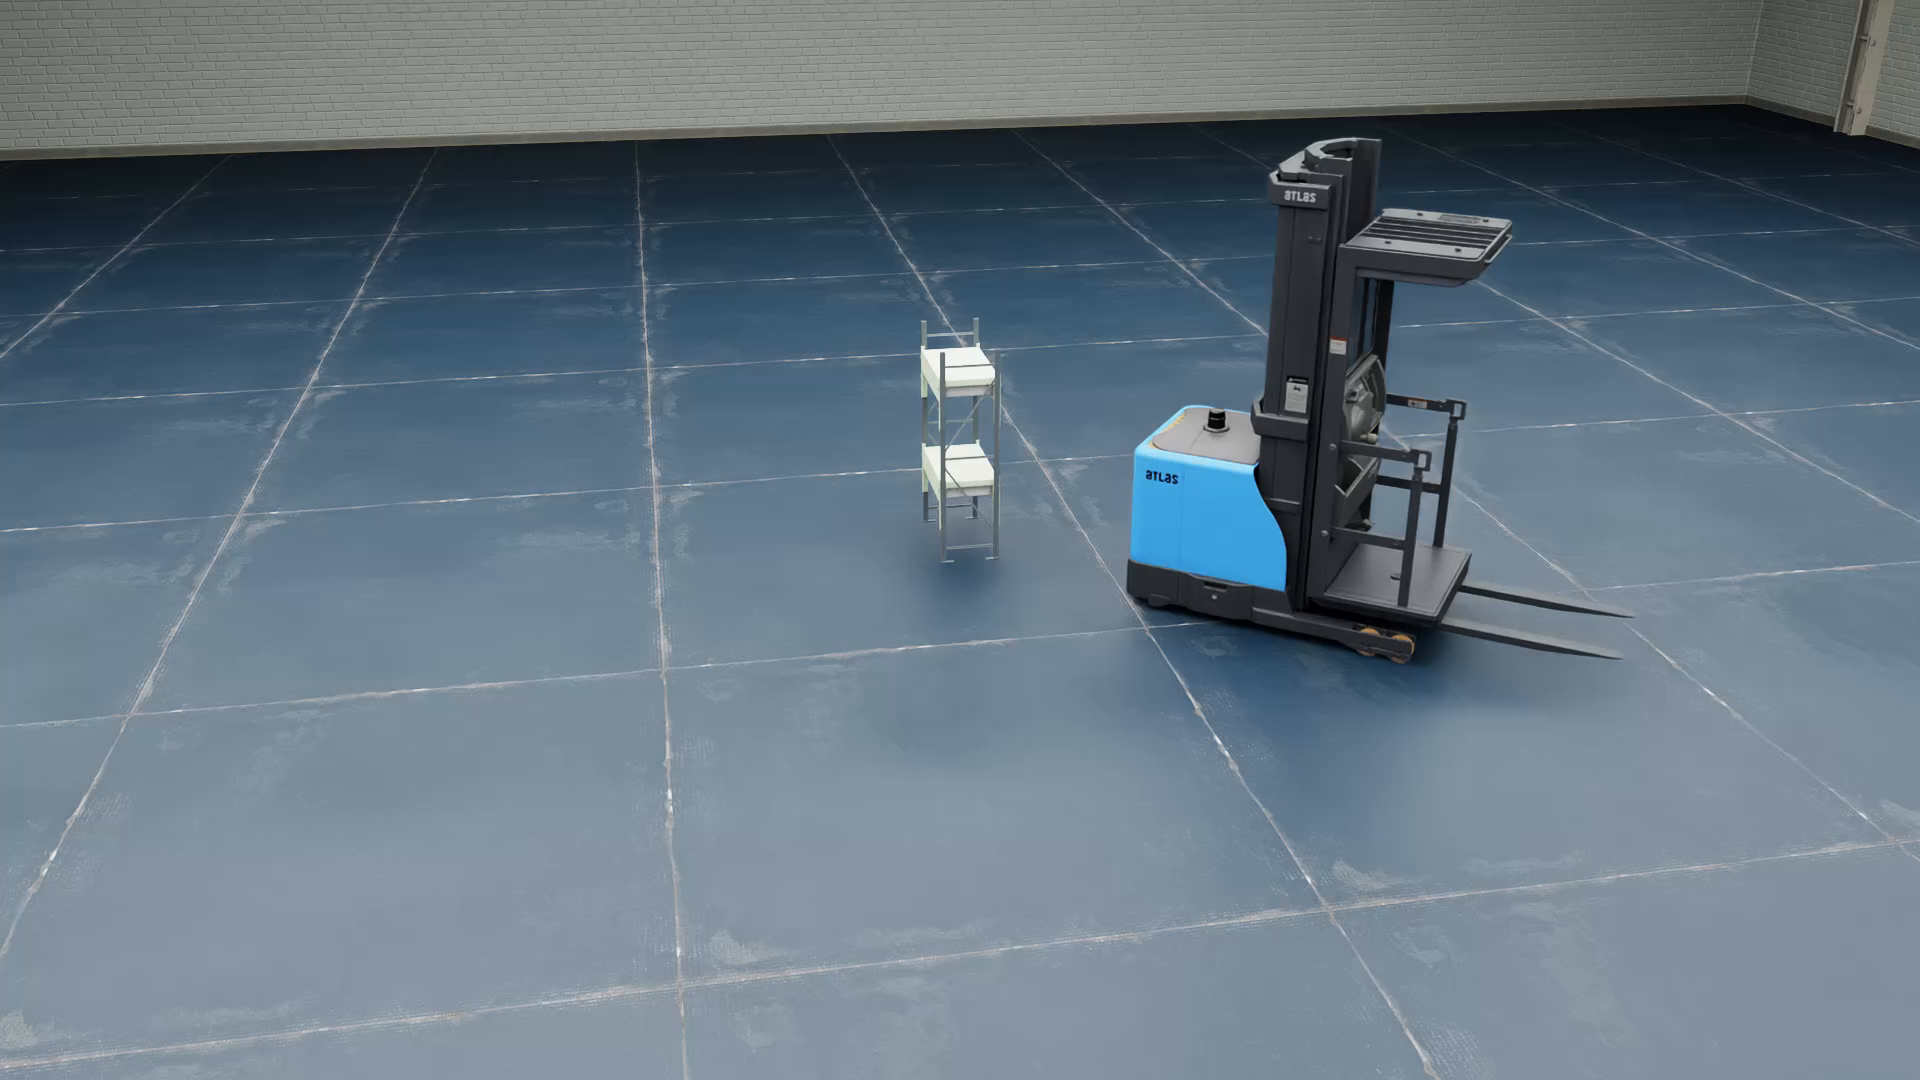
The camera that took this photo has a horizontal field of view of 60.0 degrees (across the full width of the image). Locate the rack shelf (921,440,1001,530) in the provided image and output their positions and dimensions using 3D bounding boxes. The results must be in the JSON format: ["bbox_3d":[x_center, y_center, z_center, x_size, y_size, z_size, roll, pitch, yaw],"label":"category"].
[{"bbox_3d":[-0.001,-0.391,11.586,0.431,0.370,0.720,-4,24,-10],"label":"rack shelf"}]

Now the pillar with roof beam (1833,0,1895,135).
[{"bbox_3d":[10.072,-10.350,24.204,9.100,9.000,0.400,-4,24,-10],"label":"pillar with roof beam"}]

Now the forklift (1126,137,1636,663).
[{"bbox_3d":[2.633,-0.844,10.020,3.031,2.935,1.130,11,26,24],"label":"forklift"}]

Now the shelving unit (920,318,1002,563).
[{"bbox_3d":[-0.001,-0.690,11.456,0.431,1.500,0.755,-4,24,-10],"label":"shelving unit"}]

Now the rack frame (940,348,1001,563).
[{"bbox_3d":[0.066,-0.546,11.126,0.400,1.500,0.023,-4,24,-10],"label":"rack frame"}]

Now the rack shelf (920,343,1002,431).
[{"bbox_3d":[-0.001,-1.048,11.300,0.431,0.370,0.720,-4,24,-10],"label":"rack shelf"}]

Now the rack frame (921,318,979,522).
[{"bbox_3d":[-0.069,-0.834,11.785,0.400,1.500,0.023,-4,24,-10],"label":"rack frame"}]
